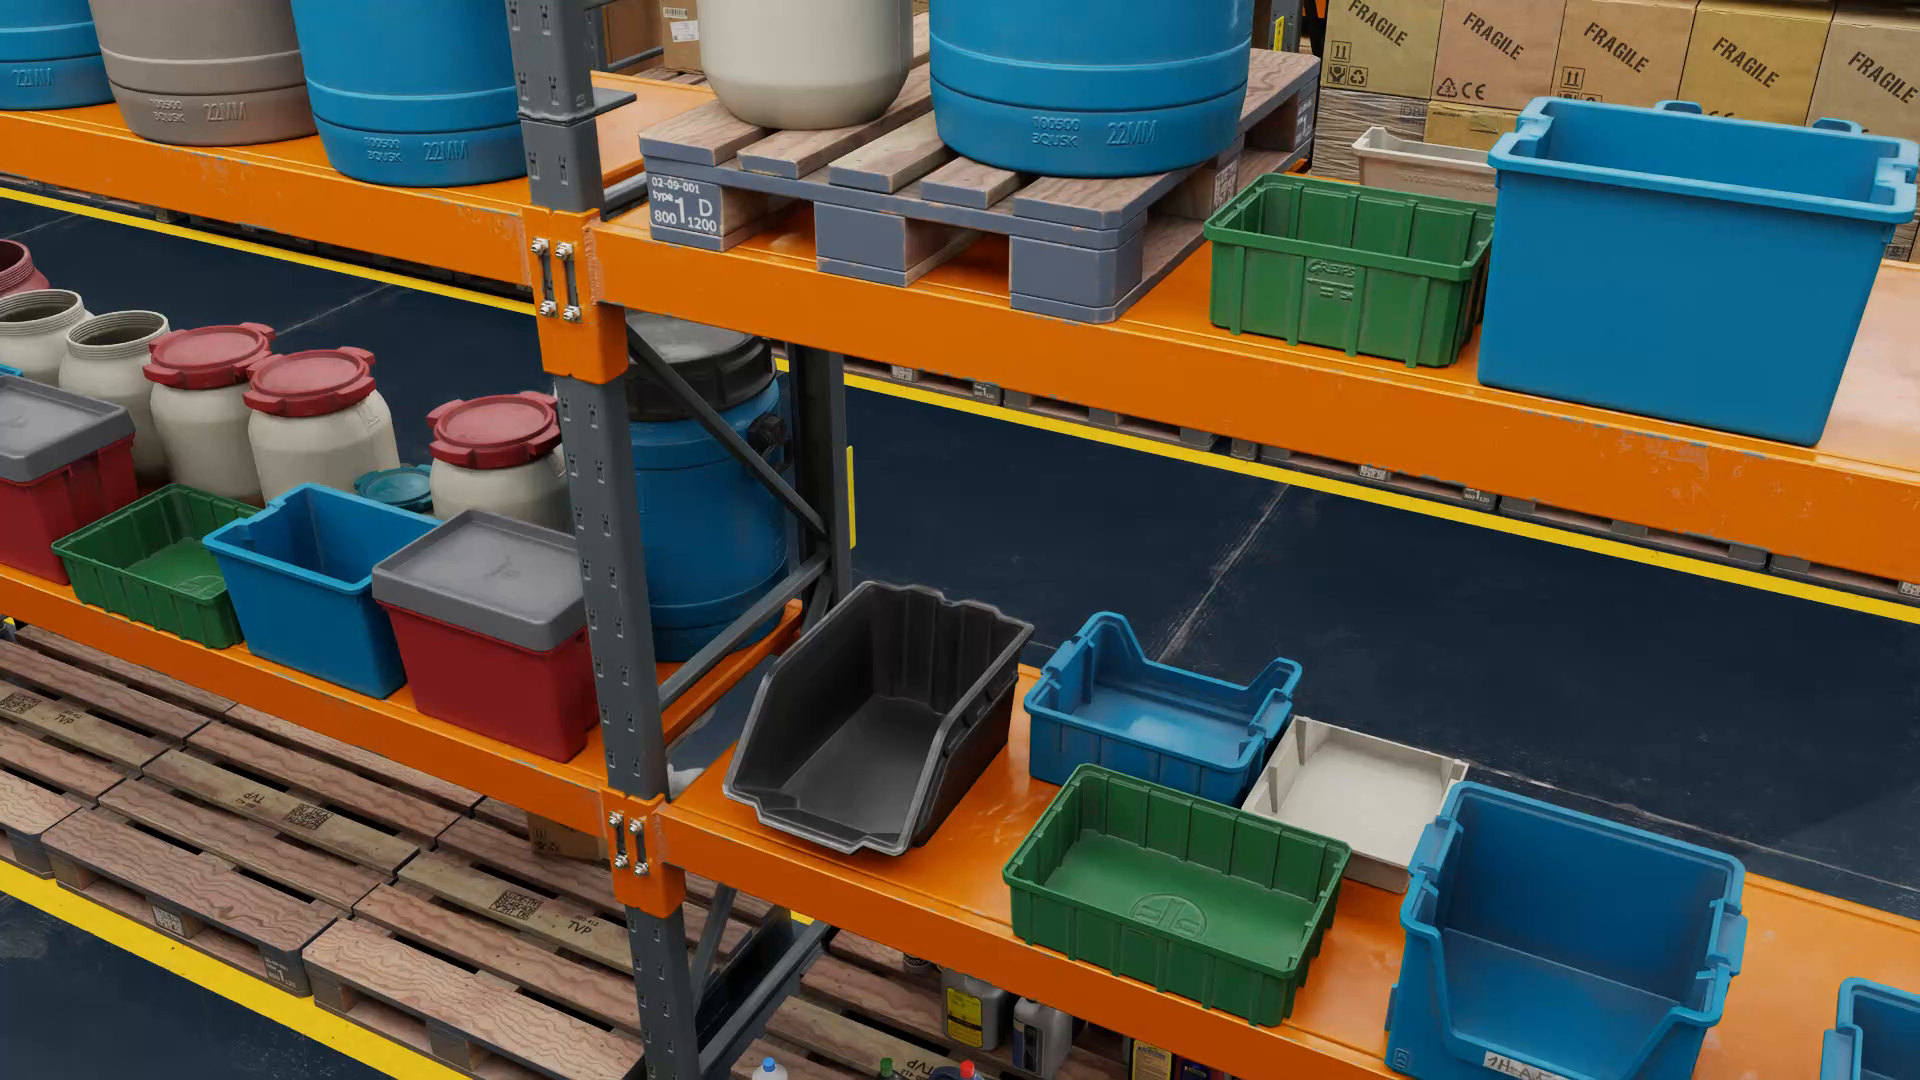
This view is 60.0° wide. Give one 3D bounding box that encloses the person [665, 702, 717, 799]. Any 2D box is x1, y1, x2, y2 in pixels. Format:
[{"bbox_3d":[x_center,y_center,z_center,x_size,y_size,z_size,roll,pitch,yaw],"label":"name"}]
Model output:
[{"bbox_3d":[-1.111,0.205,5.707,0.481,1.761,0.602,-13,32,-21],"label":"person"}]
